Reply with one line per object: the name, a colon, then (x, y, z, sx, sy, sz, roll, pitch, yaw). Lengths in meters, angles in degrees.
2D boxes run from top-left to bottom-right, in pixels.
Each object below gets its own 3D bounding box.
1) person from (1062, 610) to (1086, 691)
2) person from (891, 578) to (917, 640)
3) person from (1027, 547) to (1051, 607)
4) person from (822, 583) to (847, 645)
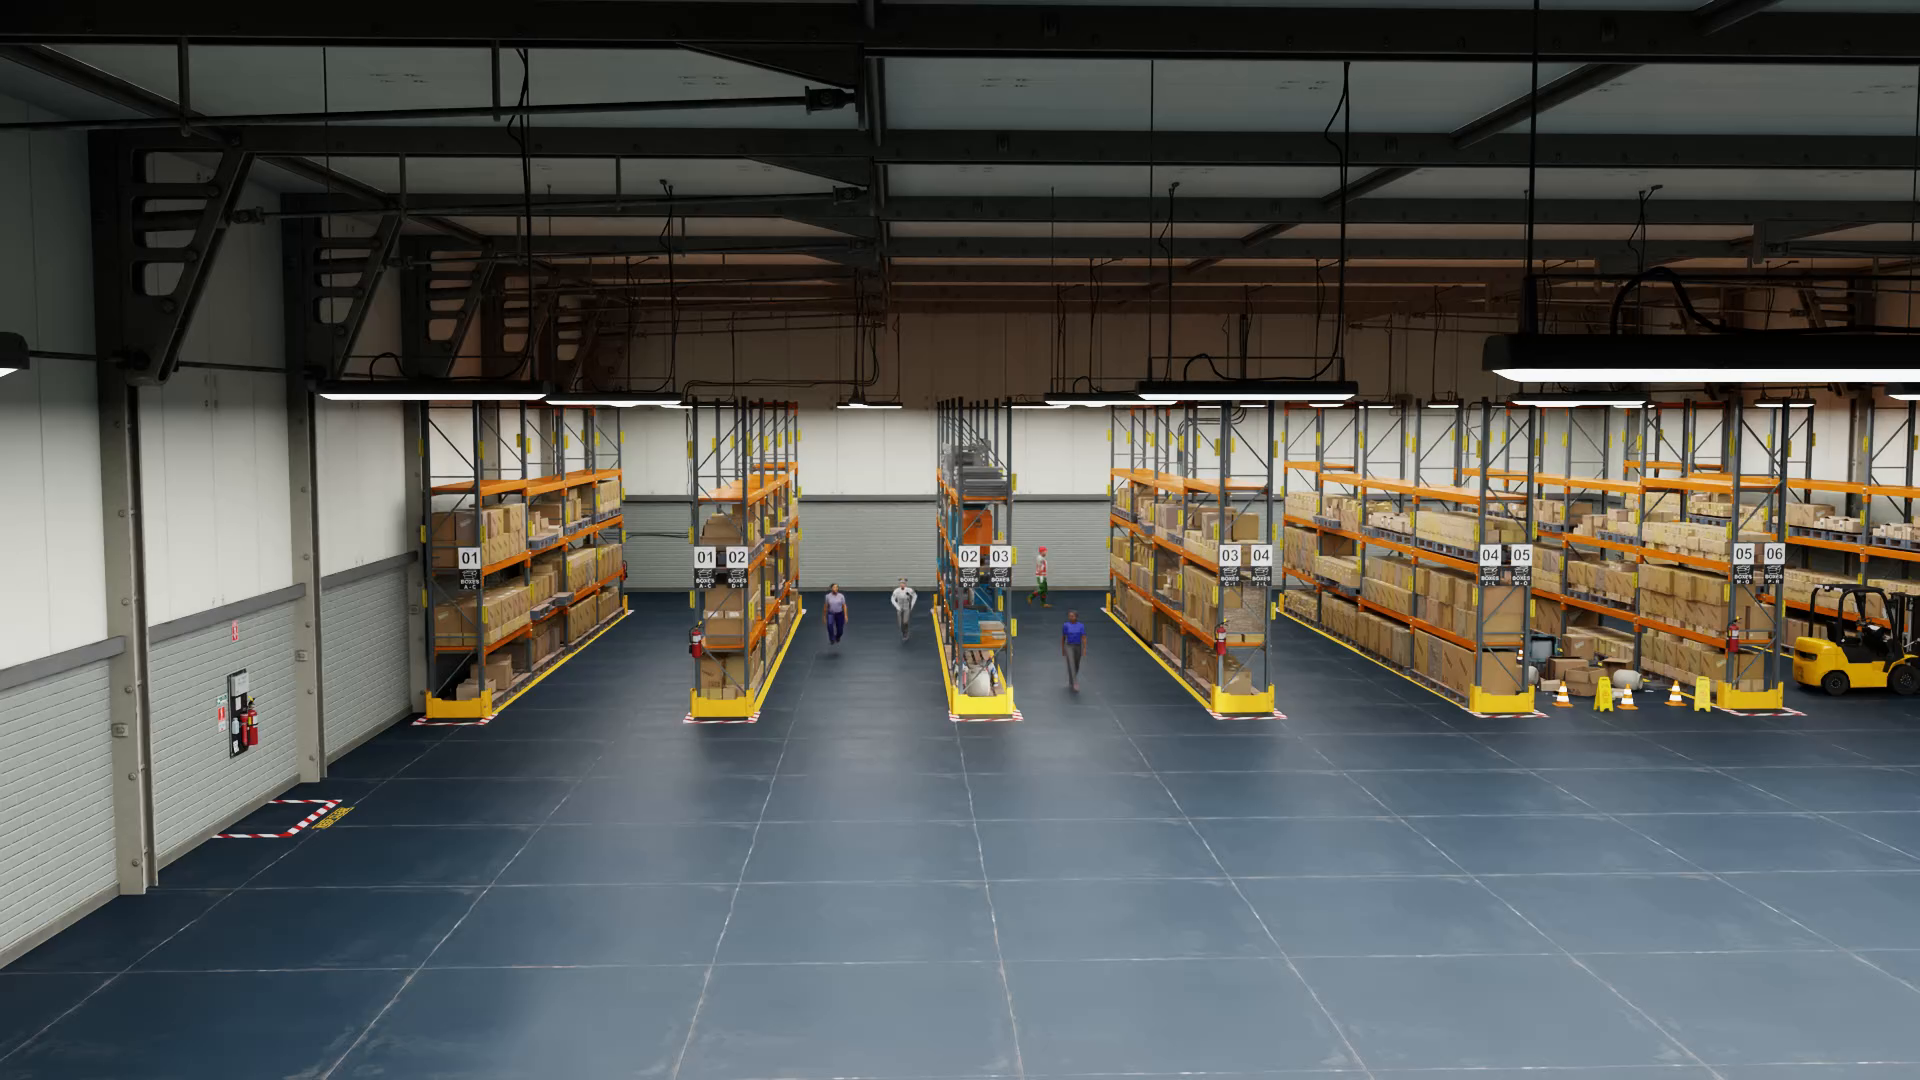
person: (2.361, 2.250, 34.218, 0.474, 1.618, 0.928, -1, 4, -8)
person: (-1.392, 1.709, 41.503, 0.620, 1.589, 0.706, 1, 4, 9)
person: (2.318, 1.081, 48.507, 0.700, 1.783, 0.607, 1, 4, 10)
person: (-2.932, 1.737, 38.966, 0.551, 1.433, 1.069, -1, 4, -11)
